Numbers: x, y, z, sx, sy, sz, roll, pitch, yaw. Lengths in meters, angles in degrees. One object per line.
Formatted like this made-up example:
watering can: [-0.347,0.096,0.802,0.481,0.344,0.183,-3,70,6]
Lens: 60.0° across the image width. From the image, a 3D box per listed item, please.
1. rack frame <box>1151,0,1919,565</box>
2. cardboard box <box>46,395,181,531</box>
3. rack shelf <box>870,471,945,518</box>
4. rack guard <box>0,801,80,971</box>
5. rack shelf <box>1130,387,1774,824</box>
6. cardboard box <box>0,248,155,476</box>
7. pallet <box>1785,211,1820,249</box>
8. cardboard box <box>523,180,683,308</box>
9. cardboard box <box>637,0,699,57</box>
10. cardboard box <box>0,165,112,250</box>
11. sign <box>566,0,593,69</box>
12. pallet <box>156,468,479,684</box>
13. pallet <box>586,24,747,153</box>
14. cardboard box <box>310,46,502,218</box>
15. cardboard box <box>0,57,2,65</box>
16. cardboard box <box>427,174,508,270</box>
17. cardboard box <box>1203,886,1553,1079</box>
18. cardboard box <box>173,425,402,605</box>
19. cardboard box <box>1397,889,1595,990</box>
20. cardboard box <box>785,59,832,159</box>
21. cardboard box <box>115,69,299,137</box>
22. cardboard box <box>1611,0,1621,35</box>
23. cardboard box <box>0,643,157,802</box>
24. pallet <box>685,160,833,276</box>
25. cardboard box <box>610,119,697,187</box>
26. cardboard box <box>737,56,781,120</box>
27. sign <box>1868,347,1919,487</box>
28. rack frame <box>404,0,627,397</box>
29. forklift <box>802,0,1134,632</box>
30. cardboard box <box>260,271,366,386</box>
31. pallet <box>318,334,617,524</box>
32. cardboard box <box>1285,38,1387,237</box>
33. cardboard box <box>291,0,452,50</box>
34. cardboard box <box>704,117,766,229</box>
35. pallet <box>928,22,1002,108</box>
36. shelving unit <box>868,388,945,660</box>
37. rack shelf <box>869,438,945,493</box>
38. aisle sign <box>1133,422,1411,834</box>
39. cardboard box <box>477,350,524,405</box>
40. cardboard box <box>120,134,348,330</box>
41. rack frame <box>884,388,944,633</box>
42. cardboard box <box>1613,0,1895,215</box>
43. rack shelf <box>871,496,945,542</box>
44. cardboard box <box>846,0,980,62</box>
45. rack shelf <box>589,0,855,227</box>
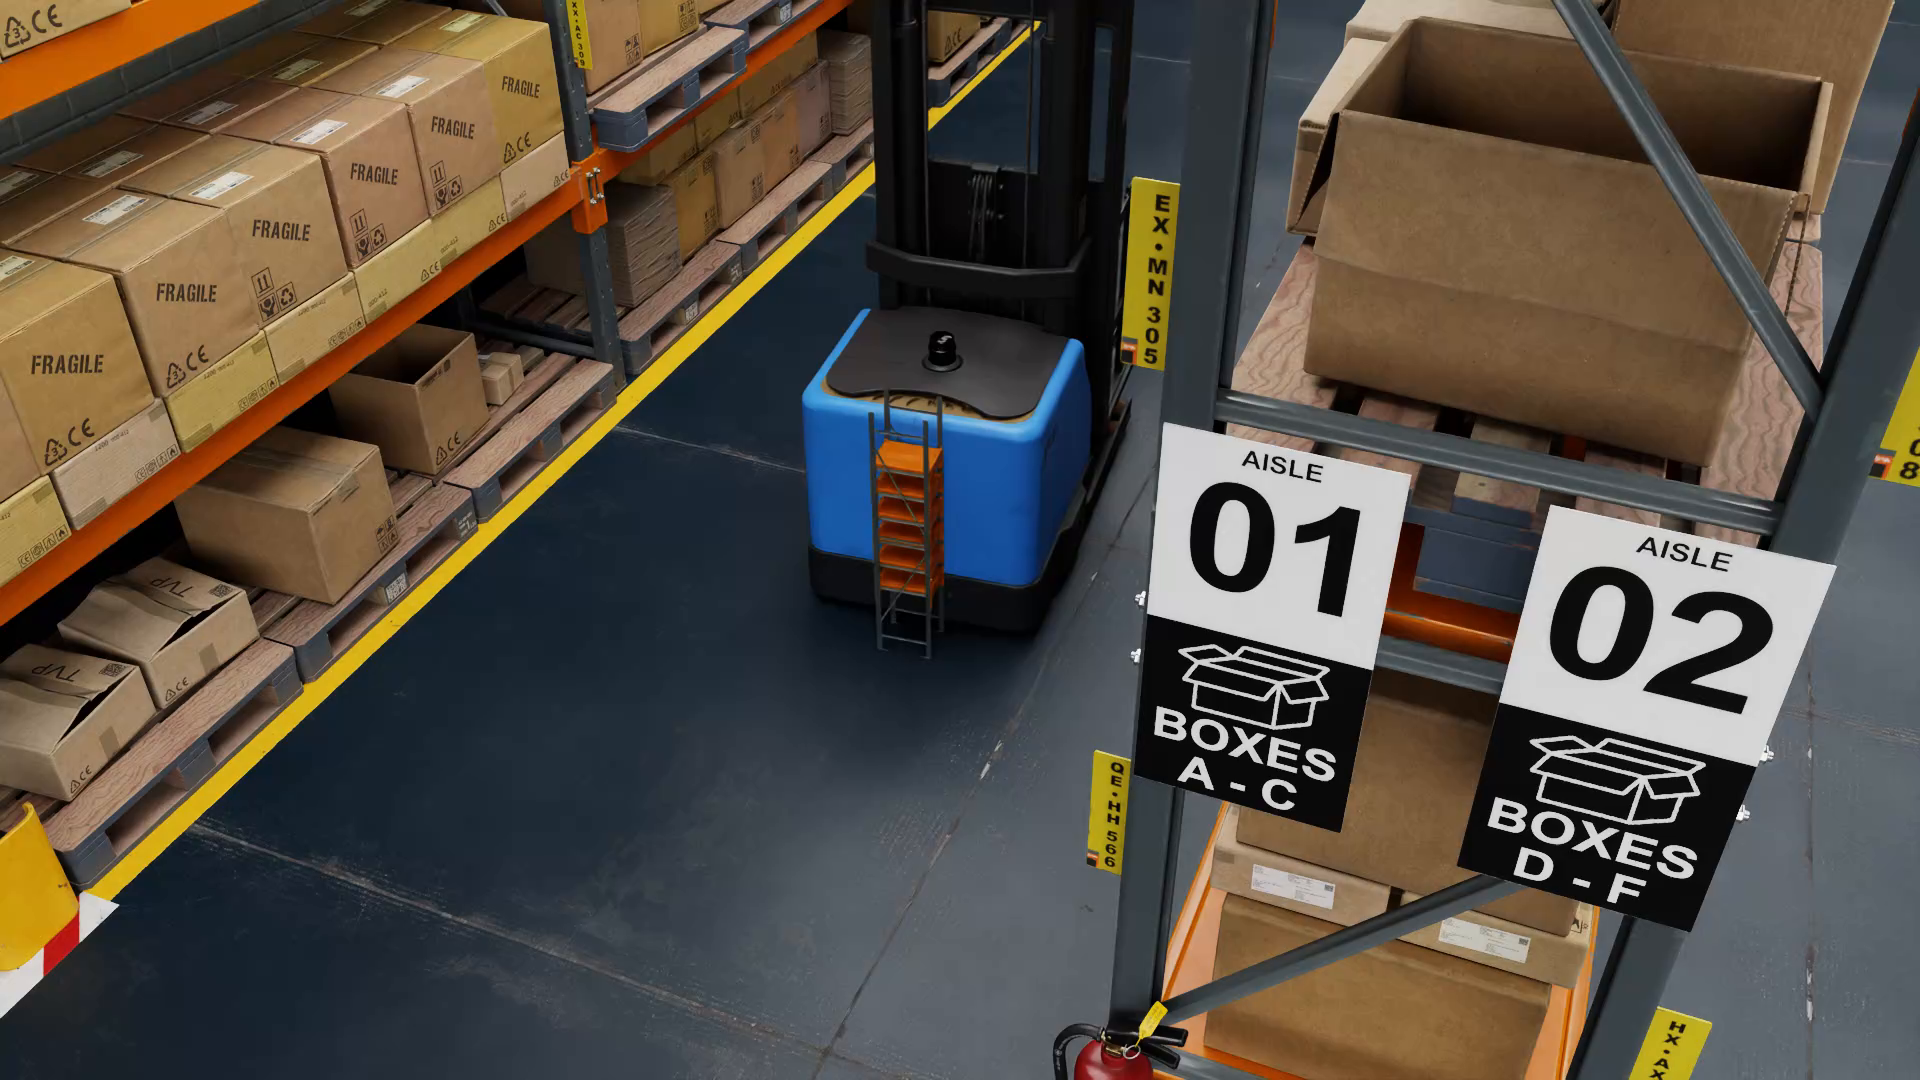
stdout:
rack frame: [0.806,-1.159,1.785,1.000,3.000,0.127,14,39,18]
cardboard box: [-3.113,-0.319,5.780,0.500,0.250,0.500,13,39,16]
rack shelf: [-0.211,-0.202,6.691,0.258,0.103,0.180,10,38,13]
rack guard: [-3.748,1.076,5.892,1.175,0.500,0.348,14,39,18]
rack shelf: [1.567,-0.777,4.379,1.077,0.370,4.000,14,39,18]
cardboard box: [-3.120,-0.598,5.527,0.500,0.500,0.500,14,39,18]
pallet: [1.562,-0.986,4.132,1.003,0.211,1.213,14,39,18]
cardboard box: [-1.990,-1.684,9.218,0.700,0.500,0.500,15,39,19]
cardboard box: [-1.810,-2.895,8.667,0.700,0.500,0.500,18,40,22]
cardboard box: [-3.400,-1.004,6.070,0.500,0.500,0.500,13,39,17]
sign: [-1.750,-2.325,7.632,0.100,0.325,0.005,14,39,18]
pallet: [-2.940,0.077,7.470,1.003,0.211,1.213,14,39,18]
pallet: [-1.829,-2.411,8.630,1.003,0.211,1.213,14,39,18]
cardboard box: [-2.333,-1.736,7.049,0.500,0.500,0.500,14,39,17]
cardboard box: [-3.181,-1.550,4.712,0.500,0.500,0.500,16,40,21]
cardboard box: [-2.352,-1.440,7.280,0.500,0.250,0.500,14,39,18]
cardboard box: [0.995,0.948,3.893,0.700,0.500,0.500,14,39,18]
cardboard box: [-2.888,-0.131,7.140,0.700,0.500,0.500,11,38,15]
cardboard box: [1.154,0.776,3.582,0.380,0.149,0.250,14,39,17]
cardboard box: [-1.262,-2.818,10.735,0.700,0.500,0.500,14,39,18]
cardboard box: [-3.022,-1.573,6.831,0.500,0.500,0.500,15,39,19]
cardboard box: [1.585,-1.555,4.266,0.797,0.503,0.637,18,40,23]
cardboard box: [-3.430,0.655,6.246,0.500,0.311,0.500,10,38,13]
pallet: [-1.497,-2.090,10.369,1.003,0.211,1.213,14,39,18]
cardboard box: [-1.825,-2.229,9.320,0.500,0.250,0.500,13,39,17]
cardboard box: [-1.424,-2.790,10.071,0.500,0.250,0.500,14,39,18]
sign: [1.317,-0.210,2.224,0.100,0.325,0.005,14,39,18]
rack frame: [-2.255,-2.097,8.051,1.000,3.000,0.127,14,39,18]
forklift: [0.243,-1.666,7.531,1.130,2.935,3.031,10,38,13]
cardboard box: [-2.719,-0.879,6.530,0.500,0.250,0.500,14,39,18]
pallet: [-2.477,-0.601,8.377,1.003,0.211,1.213,14,39,18]
cardboard box: [1.000,-0.820,3.493,0.500,0.250,0.500,14,39,18]
cardboard box: [-2.627,-2.133,7.580,0.500,0.500,0.500,13,39,17]
cardboard box: [-1.608,-2.254,9.981,0.700,0.500,0.500,14,39,18]
pallet: [-0.363,-3.614,12.409,1.003,0.211,1.213,14,39,18]
shelving unit: [-0.211,-0.045,6.808,0.258,1.200,0.189,10,38,13]
rack shelf: [-0.211,-0.298,6.619,0.258,0.103,0.180,10,38,13]
aisle sign: [0.509,0.172,2.843,0.394,0.787,0.004,14,39,18]
cardboard box: [-2.430,-0.836,8.362,0.380,0.166,0.250,9,38,12]
cardboard box: [-2.732,-1.171,6.294,0.500,0.500,0.500,15,39,19]
rack frame: [-0.185,-0.098,6.878,0.240,1.200,0.006,10,38,13]
cardboard box: [1.691,-1.079,3.632,0.500,0.500,0.500,14,39,18]
rack shelf: [-0.211,-0.106,6.763,0.258,0.103,0.180,10,38,13]
cardboard box: [-0.331,-3.996,12.036,0.750,0.750,0.750,13,39,17]
rack shelf: [-1.494,-2.917,9.747,1.077,0.370,4.000,14,39,18]
